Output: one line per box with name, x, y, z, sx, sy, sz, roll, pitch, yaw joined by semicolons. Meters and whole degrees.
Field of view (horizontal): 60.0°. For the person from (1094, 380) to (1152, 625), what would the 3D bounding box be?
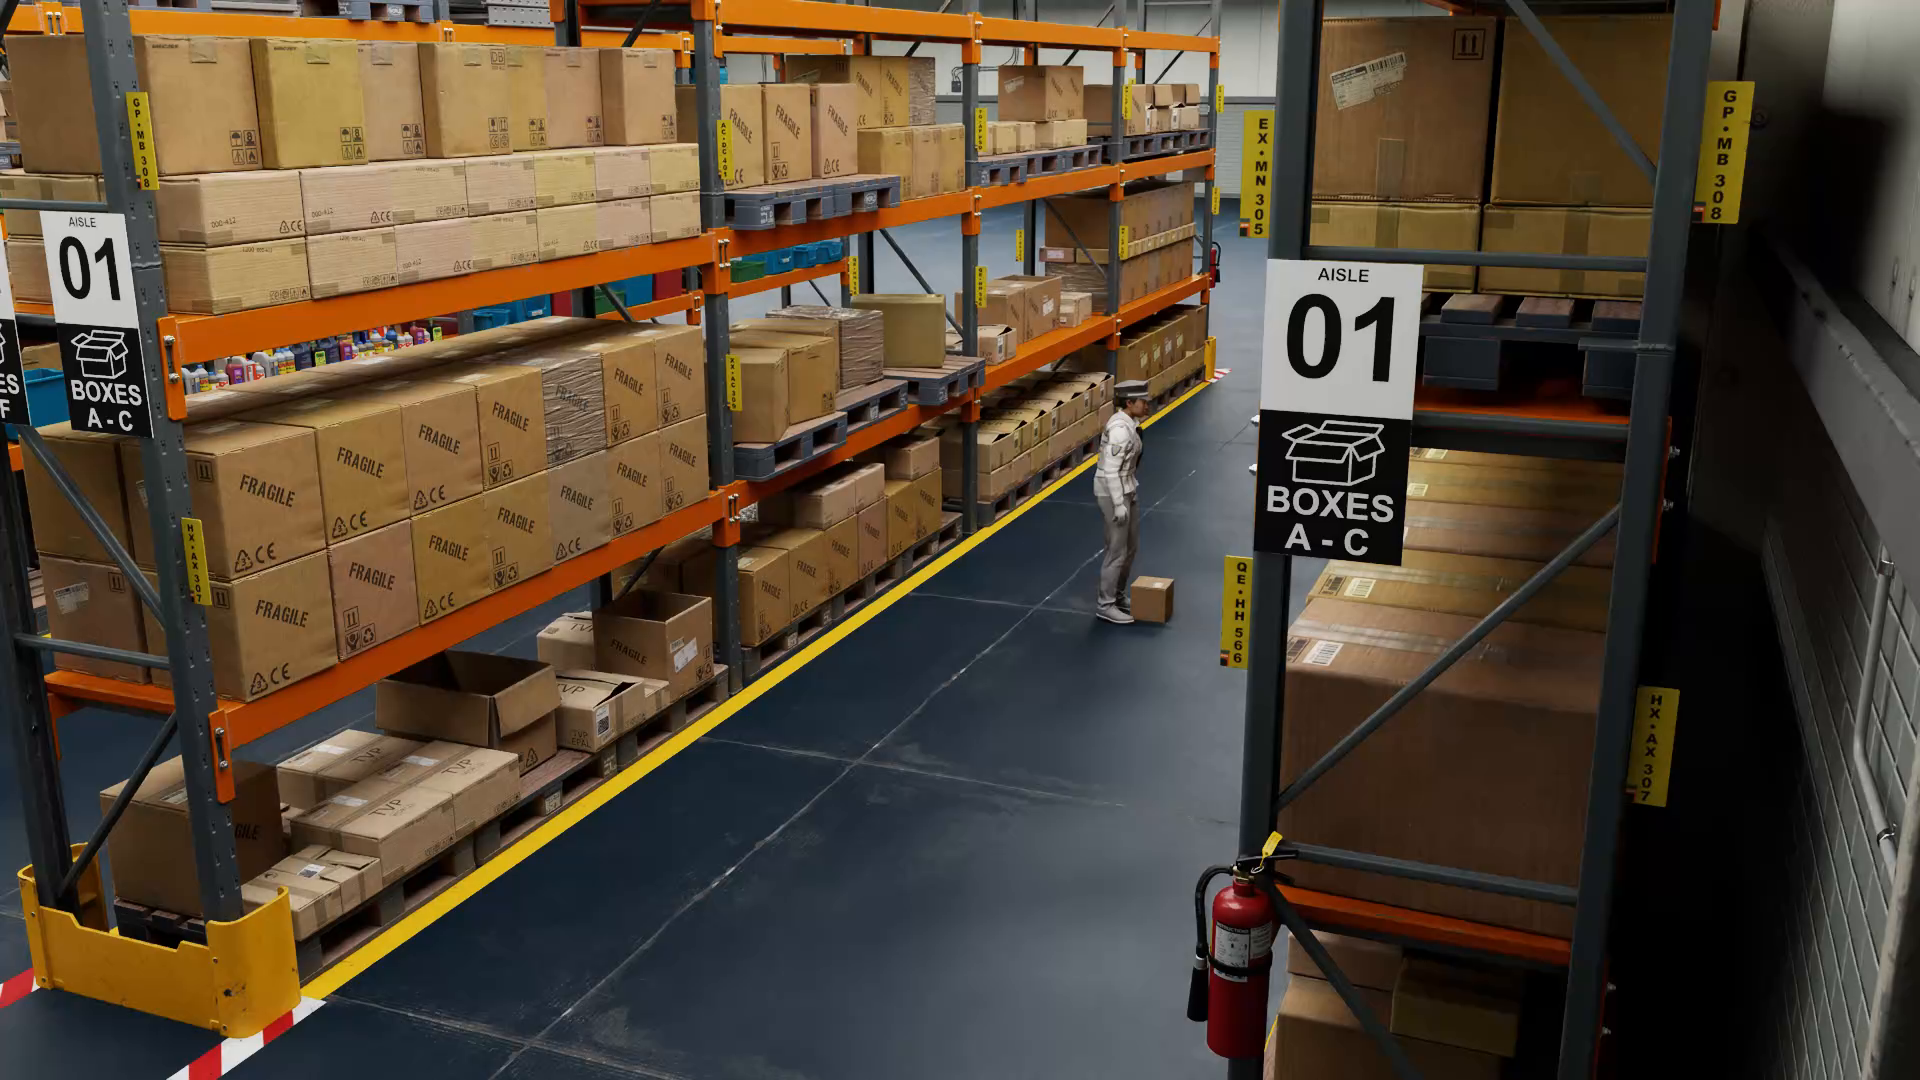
person;1.123;-0.289;11.553;0.370;1.667;0.547;5;16;18
